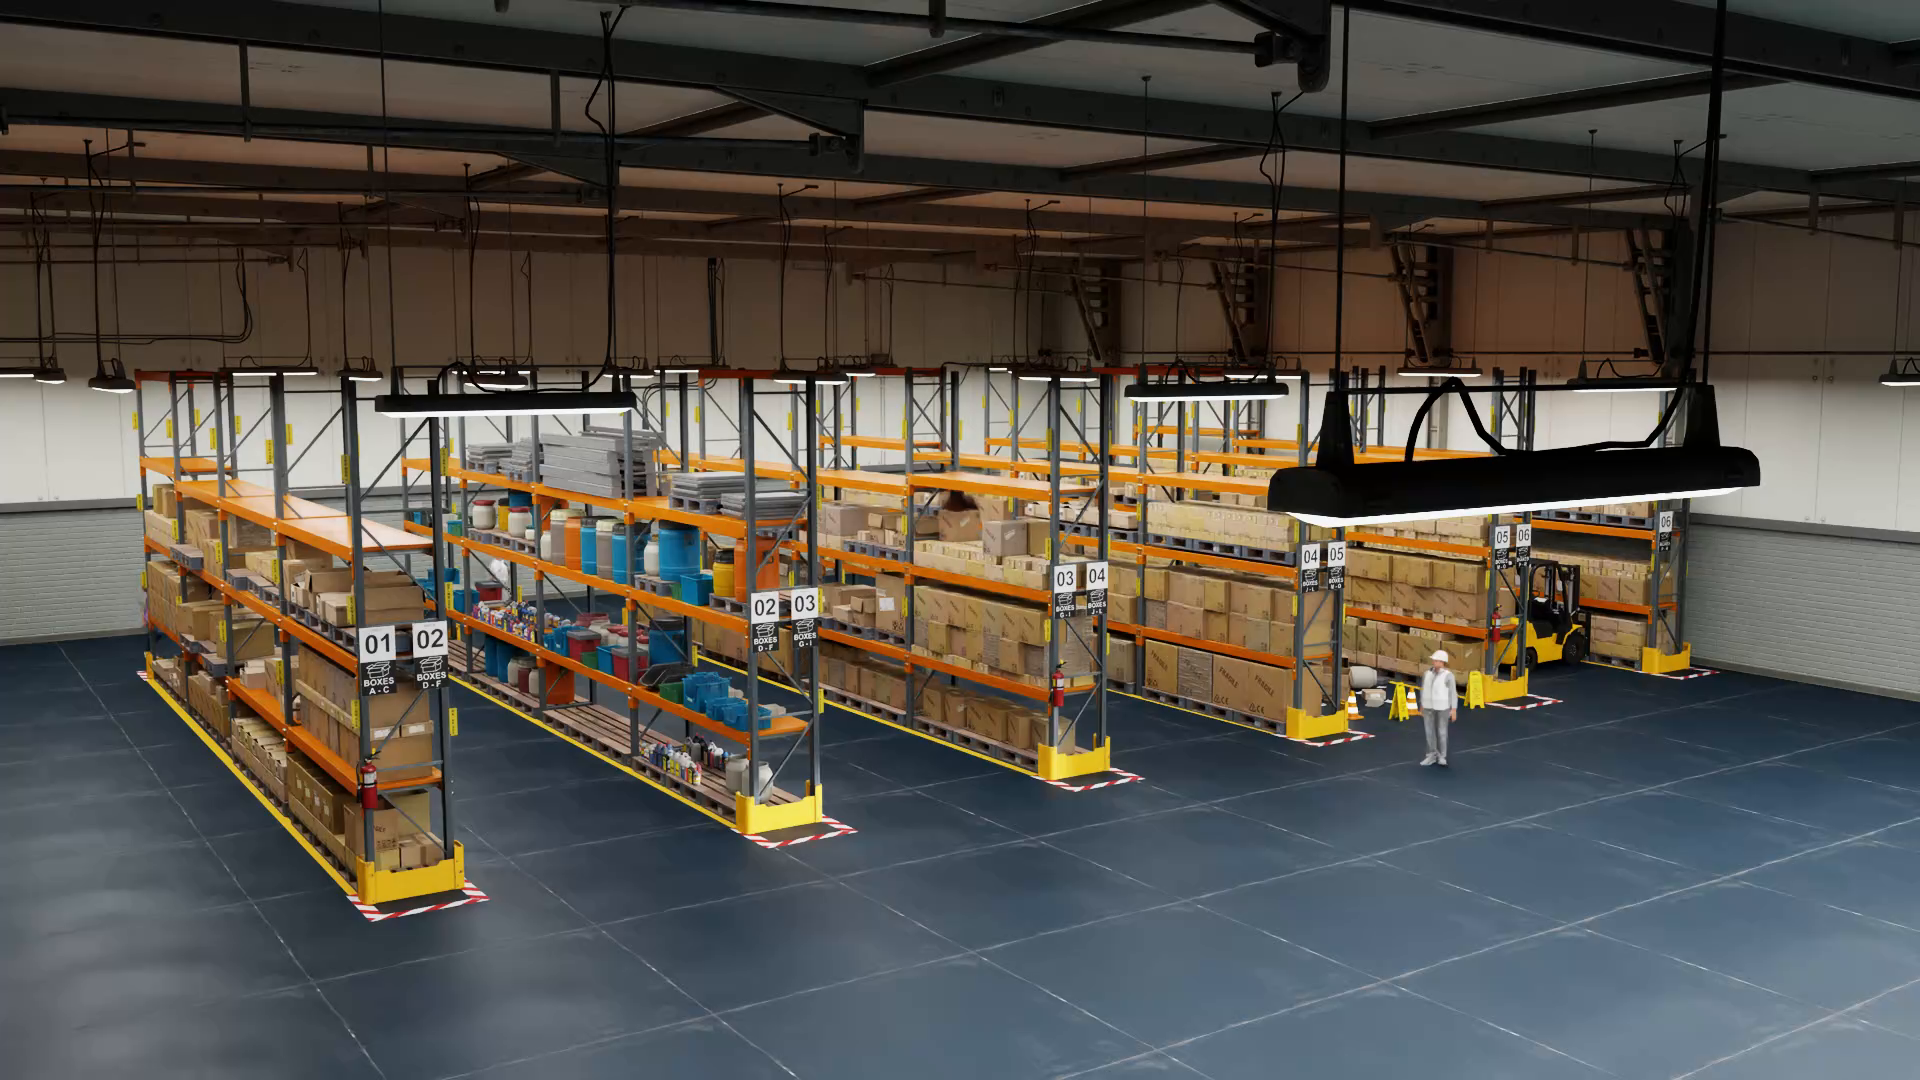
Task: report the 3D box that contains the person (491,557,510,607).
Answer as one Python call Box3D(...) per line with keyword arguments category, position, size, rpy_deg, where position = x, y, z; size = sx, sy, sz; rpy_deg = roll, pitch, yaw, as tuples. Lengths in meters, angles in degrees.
Box3D(category="person", position=(-10.836, 1.052, 38.894), size=(0.625, 1.749, 0.564), rpy_deg=(-3, 7, -27))

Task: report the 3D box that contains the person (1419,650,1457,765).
Box3D(category="person", position=(7.335, 2.584, 25.509), size=(0.609, 1.797, 0.421), rpy_deg=(4, 8, 33))

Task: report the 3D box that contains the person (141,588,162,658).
Box3D(category="person", position=(-16.563, 1.684, 34.175), size=(0.442, 1.586, 0.433), rpy_deg=(1, 6, 6))

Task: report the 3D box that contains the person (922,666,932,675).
Box3D(category="person", position=(-0.683, 1.955, 31.311), size=(0.345, 1.682, 0.550), rpy_deg=(-4, 8, -32))
